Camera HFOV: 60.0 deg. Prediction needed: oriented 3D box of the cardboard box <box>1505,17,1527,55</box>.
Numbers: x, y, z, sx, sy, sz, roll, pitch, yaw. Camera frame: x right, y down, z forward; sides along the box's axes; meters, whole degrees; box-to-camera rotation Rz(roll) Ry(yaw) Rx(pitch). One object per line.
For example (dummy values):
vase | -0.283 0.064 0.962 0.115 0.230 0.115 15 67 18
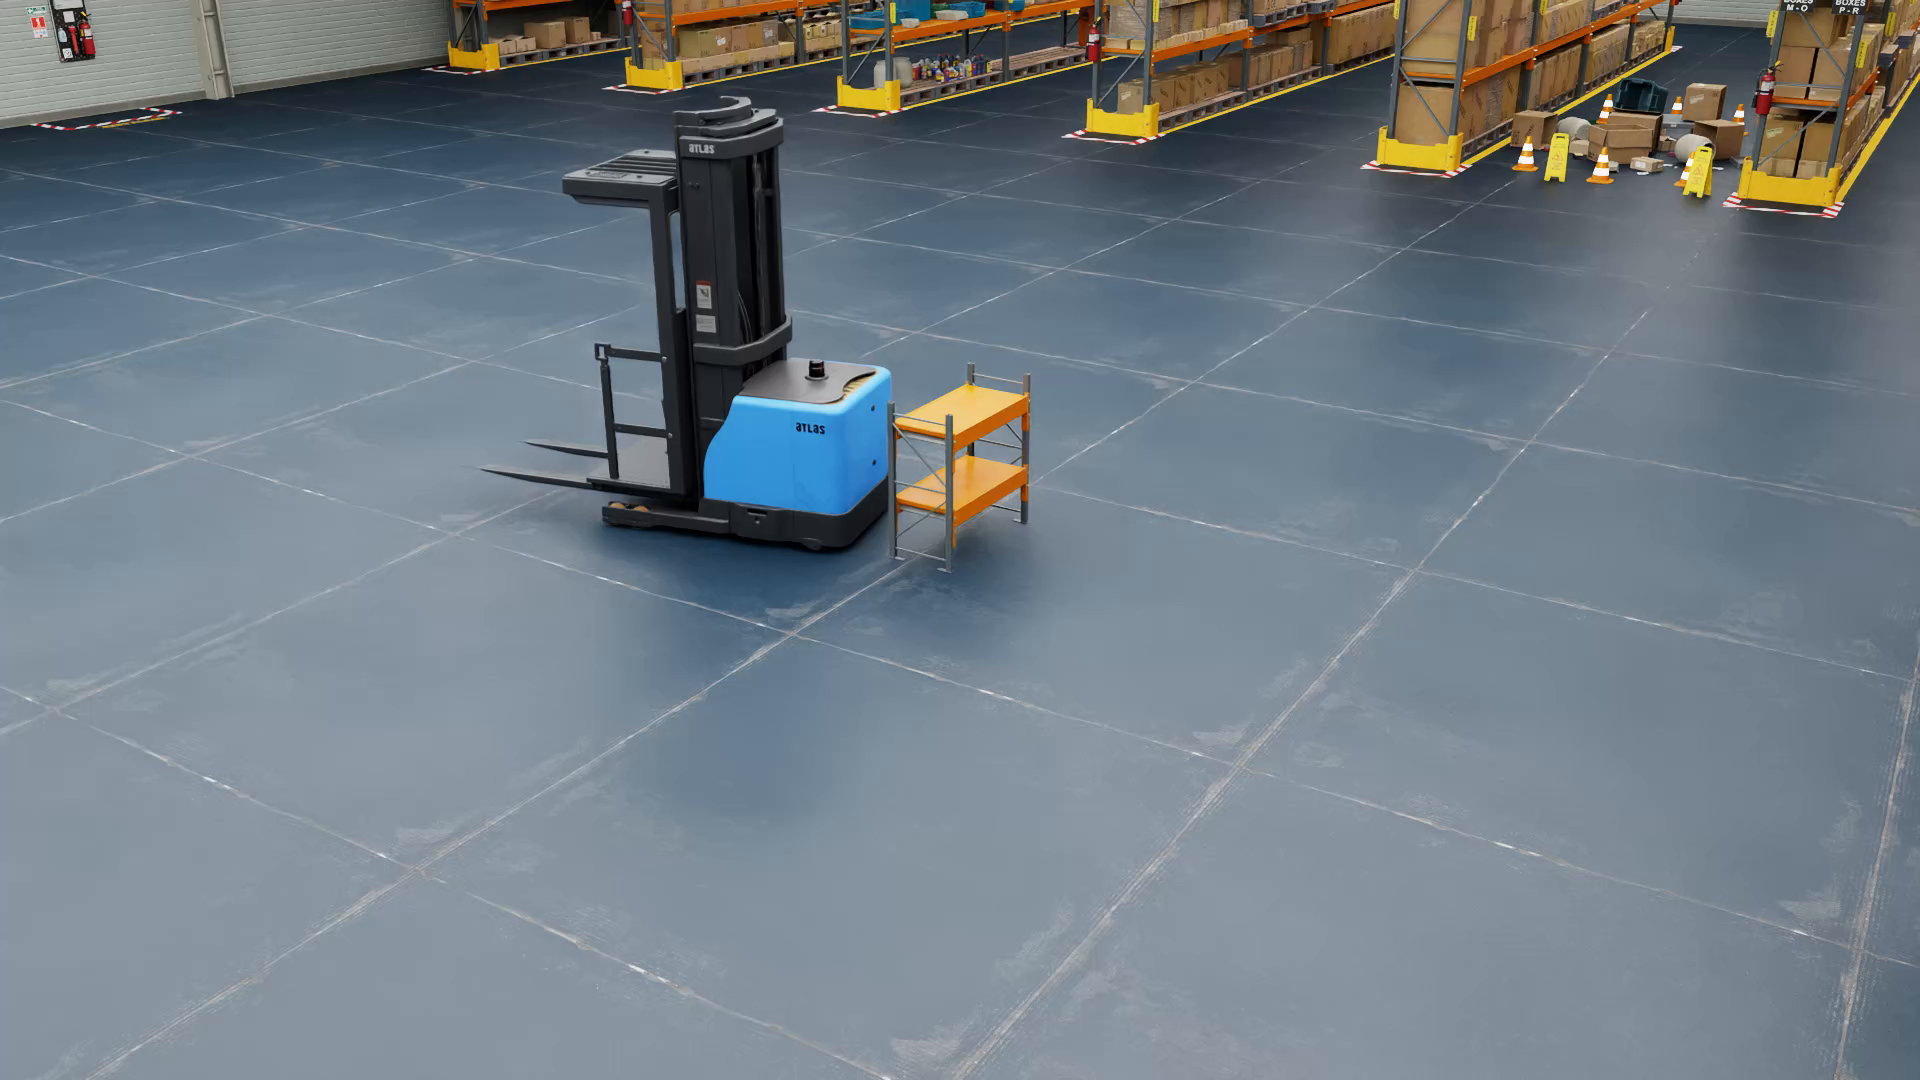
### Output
cardboard box | 8.409 -8.007 26.282 0.875 0.550 0.550 14 27 29

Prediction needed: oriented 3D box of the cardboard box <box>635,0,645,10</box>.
cardboard box | -7.317 -12.244 37.905 0.500 0.250 0.500 13 27 28

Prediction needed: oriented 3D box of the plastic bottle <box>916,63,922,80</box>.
plastic bottle | -0.771 -8.742 31.032 0.061 0.283 0.133 14 27 29

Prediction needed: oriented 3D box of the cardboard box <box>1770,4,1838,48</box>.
cardboard box | 11.097 -6.762 21.835 0.700 0.500 0.500 13 27 28

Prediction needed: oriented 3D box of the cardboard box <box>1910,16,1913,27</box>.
cardboard box | 16.499 -9.166 29.337 0.500 0.250 0.500 14 27 29

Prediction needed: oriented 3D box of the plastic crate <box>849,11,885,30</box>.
plastic crate | -1.604 -9.181 29.369 0.499 0.251 0.616 14 27 29

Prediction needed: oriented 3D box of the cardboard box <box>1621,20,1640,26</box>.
cardboard box | 14.586 -11.240 36.248 0.380 0.149 0.250 14 27 30

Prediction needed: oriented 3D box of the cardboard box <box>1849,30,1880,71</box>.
cardboard box | 12.564 -6.882 23.371 0.500 0.500 0.500 15 27 30

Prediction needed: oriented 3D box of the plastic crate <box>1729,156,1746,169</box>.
plastic crate | 11.598 -5.555 24.481 0.402 0.080 0.583 5 24 11

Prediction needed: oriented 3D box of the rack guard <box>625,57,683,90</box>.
rack guard | -5.833 -8.901 31.683 1.175 0.500 0.348 14 27 29

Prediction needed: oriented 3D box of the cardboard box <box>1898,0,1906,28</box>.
cardboard box | 14.700 -8.419 26.392 0.500 0.500 0.500 12 26 25

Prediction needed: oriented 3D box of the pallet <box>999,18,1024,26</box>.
pallet | 0.873 -13.059 41.649 1.003 0.211 1.213 14 27 29

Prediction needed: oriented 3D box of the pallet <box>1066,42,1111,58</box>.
pallet | 2.986 -10.713 36.230 1.003 0.211 1.213 14 27 29

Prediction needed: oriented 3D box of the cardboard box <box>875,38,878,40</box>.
cardboard box | -1.940 -11.284 36.973 0.500 0.250 0.500 14 27 28

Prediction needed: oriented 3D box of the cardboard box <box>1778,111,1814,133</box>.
cardboard box | 11.486 -5.680 23.082 0.500 0.500 0.500 15 28 31

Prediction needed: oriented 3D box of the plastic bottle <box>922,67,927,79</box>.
plastic bottle | -0.673 -8.753 31.162 0.097 0.201 0.097 0 23 0

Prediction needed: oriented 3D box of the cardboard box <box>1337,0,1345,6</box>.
cardboard box | 7.301 -10.832 32.871 0.500 0.500 0.500 15 27 30

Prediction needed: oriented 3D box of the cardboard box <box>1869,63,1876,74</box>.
cardboard box | 13.086 -6.879 24.182 0.380 0.149 0.250 15 27 30

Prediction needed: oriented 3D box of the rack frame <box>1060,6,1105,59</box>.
rack frame | 2.606 -11.717 35.041 1.000 3.000 0.127 14 27 29

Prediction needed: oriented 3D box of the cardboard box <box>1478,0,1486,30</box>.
cardboard box | 7.194 -7.792 24.426 0.875 0.550 0.550 14 27 29

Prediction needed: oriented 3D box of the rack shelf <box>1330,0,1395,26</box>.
rack shelf | 7.869 -11.024 34.346 1.077 0.370 4.000 14 27 29

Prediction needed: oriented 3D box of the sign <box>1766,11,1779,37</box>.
sign | 10.552 -6.702 21.601 0.100 0.325 0.005 14 27 29

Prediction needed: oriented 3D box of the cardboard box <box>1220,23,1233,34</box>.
cardboard box | 4.480 -8.818 28.660 0.380 0.149 0.250 14 27 29

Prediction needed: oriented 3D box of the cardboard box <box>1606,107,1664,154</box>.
cardboard box | 10.275 -6.260 25.406 0.797 0.637 0.503 14 27 29

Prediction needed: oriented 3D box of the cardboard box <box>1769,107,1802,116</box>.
cardboard box | 11.350 -5.938 22.864 0.380 0.149 0.250 15 27 30

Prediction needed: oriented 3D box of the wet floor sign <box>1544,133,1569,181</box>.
wet floor sign | 8.421 -5.401 23.413 0.267 0.644 0.232 9 25 20

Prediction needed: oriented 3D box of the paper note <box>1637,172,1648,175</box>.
paper note | 9.820 -5.276 23.900 0.148 0.019 0.142 5 24 11

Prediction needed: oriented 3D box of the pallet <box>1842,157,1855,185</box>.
pallet | 12.156 -5.325 23.786 1.003 0.211 1.213 14 27 29

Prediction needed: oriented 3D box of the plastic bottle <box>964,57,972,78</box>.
plastic bottle | 0.129 -8.902 31.318 0.144 0.351 0.185 14 27 29

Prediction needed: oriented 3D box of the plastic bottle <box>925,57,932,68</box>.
plastic bottle | -0.606 -8.961 31.454 0.144 0.351 0.185 14 27 29

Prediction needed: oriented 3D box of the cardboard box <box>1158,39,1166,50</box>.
cardboard box | 3.095 -7.991 26.749 0.380 0.149 0.250 14 27 29

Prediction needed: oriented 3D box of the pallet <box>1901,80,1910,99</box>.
pallet | 17.000 -8.397 30.881 1.003 0.211 1.213 14 27 29

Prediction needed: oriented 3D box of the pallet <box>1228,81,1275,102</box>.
pallet | 5.113 -8.313 30.687 1.003 0.211 1.213 14 27 29

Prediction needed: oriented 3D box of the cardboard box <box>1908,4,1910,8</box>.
cardboard box | 15.701 -9.223 27.894 0.500 0.500 0.500 13 27 27

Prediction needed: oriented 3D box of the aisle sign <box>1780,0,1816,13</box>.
aisle sign | 10.734 -7.135 21.185 0.394 0.787 0.004 14 27 29

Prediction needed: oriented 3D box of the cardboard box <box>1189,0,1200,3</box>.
cardboard box | 3.648 -9.085 27.203 0.500 0.500 0.500 14 27 29

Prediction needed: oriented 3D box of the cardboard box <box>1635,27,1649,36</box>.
cardboard box | 14.288 -10.708 35.021 0.380 0.149 0.250 14 27 29

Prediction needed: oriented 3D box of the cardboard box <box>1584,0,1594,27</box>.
cardboard box | 10.965 -9.444 29.663 0.500 0.500 0.500 14 27 29

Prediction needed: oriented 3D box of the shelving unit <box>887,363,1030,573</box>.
shelving unit | 0.004 -0.518 11.532 0.538 1.125 1.048 14 27 29

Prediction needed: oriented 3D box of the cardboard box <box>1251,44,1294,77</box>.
cardboard box | 5.902 -9.121 31.637 0.700 0.500 0.500 16 28 33

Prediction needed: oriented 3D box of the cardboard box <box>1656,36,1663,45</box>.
cardboard box | 15.044 -10.861 36.123 0.380 0.149 0.250 15 27 31

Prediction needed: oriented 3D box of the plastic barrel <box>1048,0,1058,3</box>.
plastic barrel | 1.802 -11.100 33.445 0.433 0.535 0.433 0 23 0

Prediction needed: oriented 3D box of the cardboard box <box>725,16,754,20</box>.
cardboard box | -4.478 -10.420 34.034 0.500 0.500 0.500 14 27 29

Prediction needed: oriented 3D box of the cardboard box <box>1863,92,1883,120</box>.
cardboard box | 14.544 -7.150 27.270 0.950 0.372 0.625 13 27 28

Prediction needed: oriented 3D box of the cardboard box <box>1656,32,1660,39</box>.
cardboard box | 14.885 -10.913 35.869 0.380 0.149 0.250 13 26 27

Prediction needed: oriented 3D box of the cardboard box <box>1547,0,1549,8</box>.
cardboard box | 9.391 -9.103 27.619 0.700 0.500 0.500 13 27 28

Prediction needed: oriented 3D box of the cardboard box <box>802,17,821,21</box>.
cardboard box | -3.206 -11.136 35.926 0.500 0.311 0.500 14 27 29

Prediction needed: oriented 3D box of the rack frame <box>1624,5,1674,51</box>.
rack frame | 15.194 -12.306 36.401 1.000 3.000 0.127 14 27 29

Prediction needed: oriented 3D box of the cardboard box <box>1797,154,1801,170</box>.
cardboard box | 11.491 -5.336 23.232 0.500 0.250 0.500 14 27 29

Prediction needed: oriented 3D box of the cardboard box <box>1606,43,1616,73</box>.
cardboard box | 12.362 -9.354 32.199 0.500 0.500 0.500 13 27 28

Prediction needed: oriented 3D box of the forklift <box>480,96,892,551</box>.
forklift | -2.053 -1.607 11.772 3.031 2.935 1.130 8 25 17

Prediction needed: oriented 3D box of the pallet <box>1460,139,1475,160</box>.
pallet | 7.109 -5.912 25.142 1.003 0.211 1.213 14 27 29

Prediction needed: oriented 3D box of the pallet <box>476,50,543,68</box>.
pallet | -9.532 -10.106 34.829 1.003 0.211 1.213 14 27 29
